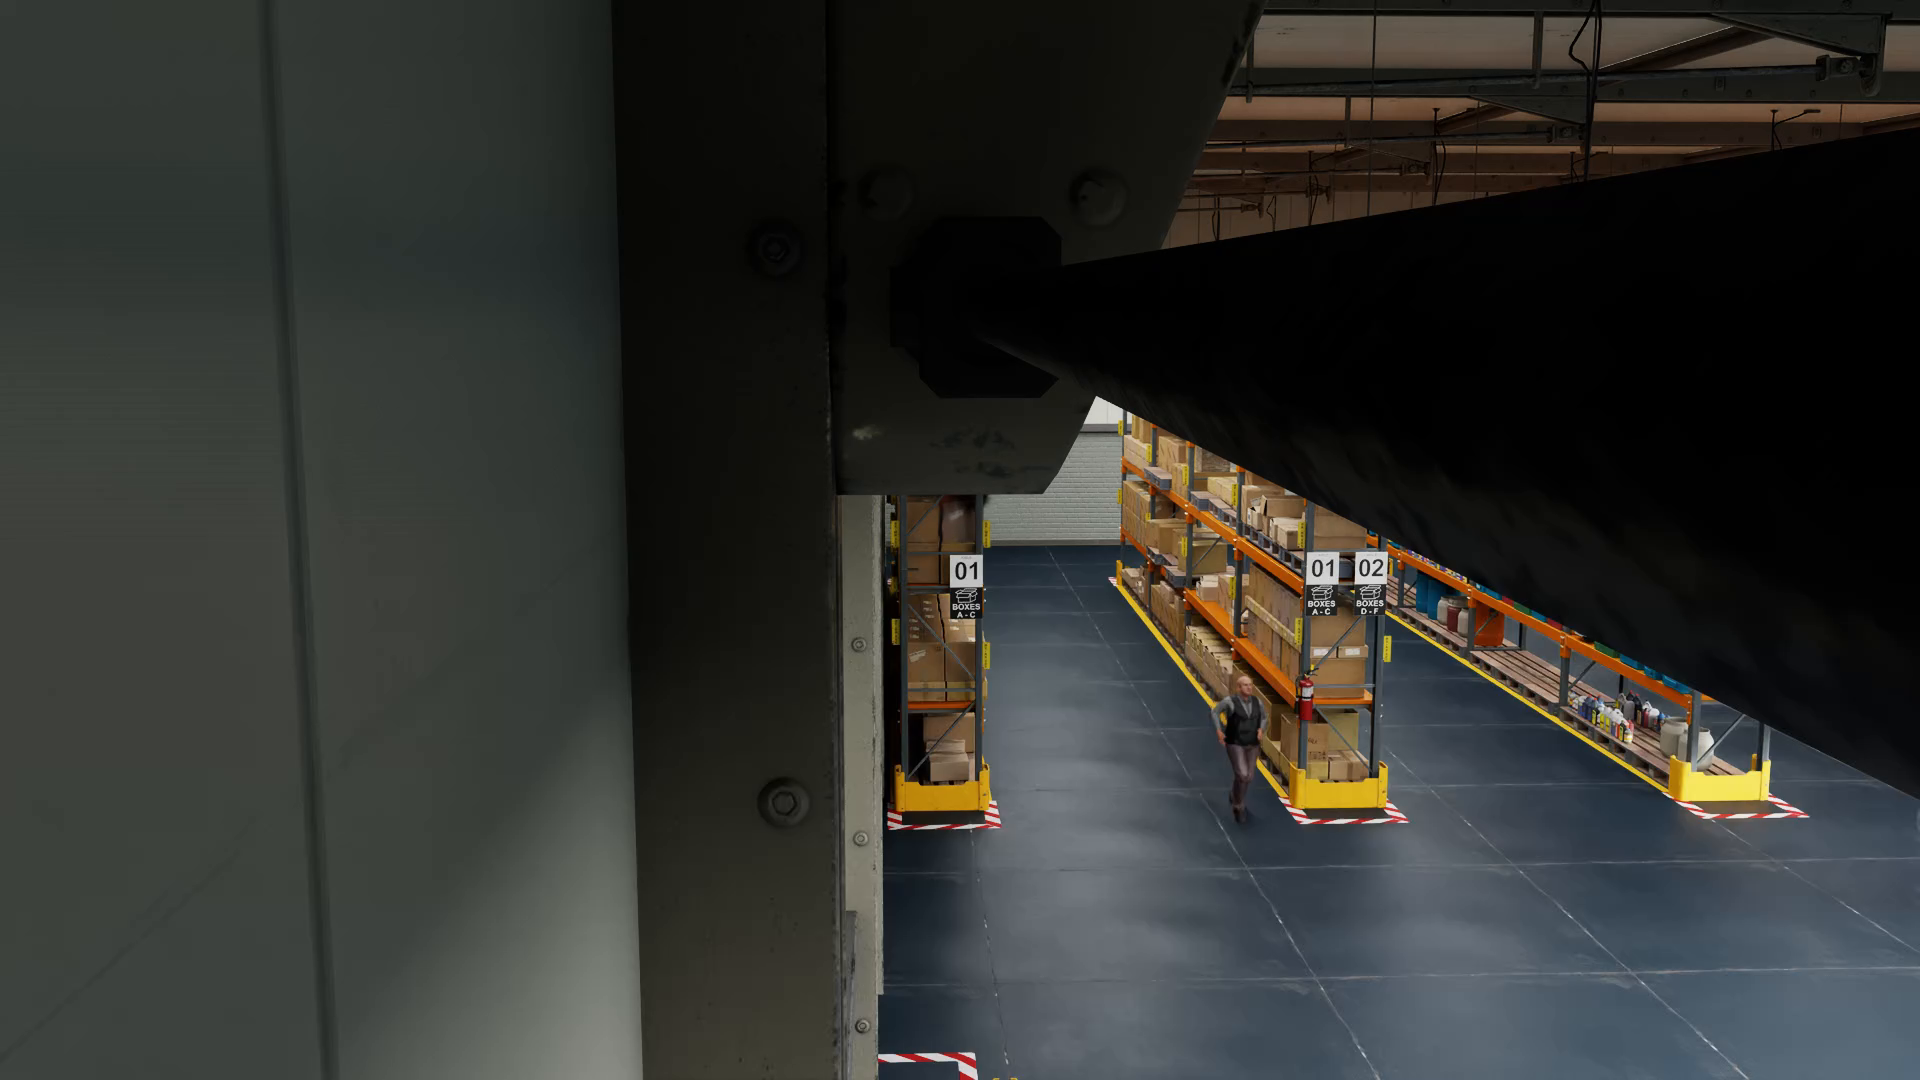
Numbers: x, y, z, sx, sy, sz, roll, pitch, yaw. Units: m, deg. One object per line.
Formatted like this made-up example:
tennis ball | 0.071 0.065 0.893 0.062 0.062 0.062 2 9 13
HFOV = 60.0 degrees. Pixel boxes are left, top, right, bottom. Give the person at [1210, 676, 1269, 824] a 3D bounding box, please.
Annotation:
person | 3.457 2.534 20.255 0.690 1.749 0.685 -3 9 -17
